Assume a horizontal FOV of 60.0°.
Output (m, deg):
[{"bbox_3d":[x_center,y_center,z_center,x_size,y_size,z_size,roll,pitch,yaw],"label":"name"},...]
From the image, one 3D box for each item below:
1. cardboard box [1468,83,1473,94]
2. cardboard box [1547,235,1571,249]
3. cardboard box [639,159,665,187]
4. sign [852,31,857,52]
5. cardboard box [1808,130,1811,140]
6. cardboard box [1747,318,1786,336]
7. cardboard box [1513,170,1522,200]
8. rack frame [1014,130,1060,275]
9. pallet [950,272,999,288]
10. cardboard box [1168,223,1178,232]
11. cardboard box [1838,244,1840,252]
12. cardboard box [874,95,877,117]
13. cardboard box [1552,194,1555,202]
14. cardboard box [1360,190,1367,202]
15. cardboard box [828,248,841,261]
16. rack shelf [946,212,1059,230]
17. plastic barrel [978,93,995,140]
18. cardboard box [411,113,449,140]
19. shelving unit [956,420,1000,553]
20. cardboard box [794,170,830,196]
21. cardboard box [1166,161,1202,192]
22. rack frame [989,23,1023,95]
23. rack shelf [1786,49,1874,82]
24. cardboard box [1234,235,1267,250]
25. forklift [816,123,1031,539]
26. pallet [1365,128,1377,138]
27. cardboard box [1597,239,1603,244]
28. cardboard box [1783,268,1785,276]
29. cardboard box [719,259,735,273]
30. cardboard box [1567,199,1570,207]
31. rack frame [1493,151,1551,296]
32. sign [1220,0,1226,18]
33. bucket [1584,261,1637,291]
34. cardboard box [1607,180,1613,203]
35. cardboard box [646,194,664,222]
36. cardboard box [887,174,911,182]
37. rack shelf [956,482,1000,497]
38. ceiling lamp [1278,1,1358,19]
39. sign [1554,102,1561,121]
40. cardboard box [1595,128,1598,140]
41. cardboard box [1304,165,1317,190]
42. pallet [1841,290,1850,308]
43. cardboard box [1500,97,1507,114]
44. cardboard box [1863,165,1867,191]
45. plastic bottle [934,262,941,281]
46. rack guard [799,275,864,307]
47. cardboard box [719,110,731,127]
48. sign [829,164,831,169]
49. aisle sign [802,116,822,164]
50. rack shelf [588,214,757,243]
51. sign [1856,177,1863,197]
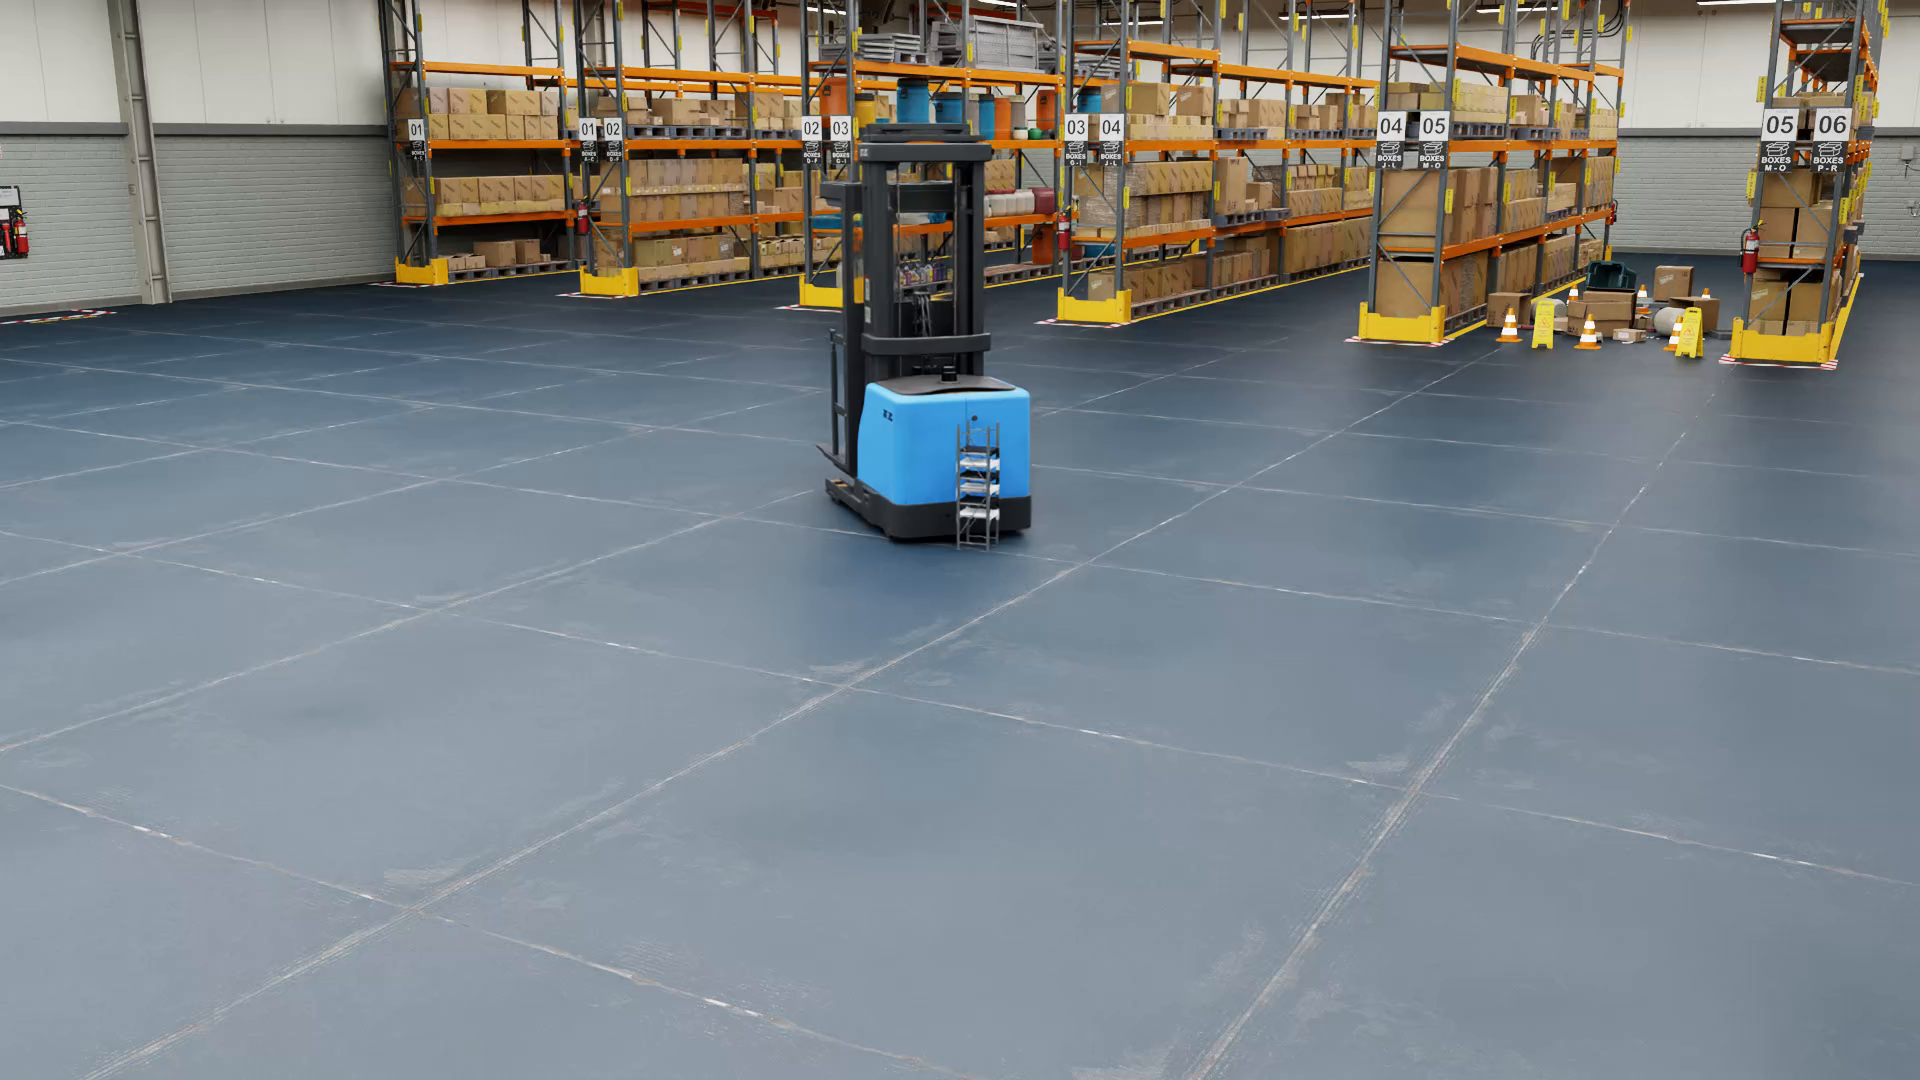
[{"bbox_3d":[7.209,-6.543,24.098,0.380,0.149,0.250,8,15,29],"label":"cardboard box"},{"bbox_3d":[11.803,-5.908,32.979,0.500,0.250,0.500,8,16,31],"label":"cardboard box"},{"bbox_3d":[-6.051,-6.977,31.593,0.700,0.500,0.500,7,15,27],"label":"cardboard box"},{"bbox_3d":[-1.749,-8.274,27.598,0.100,0.325,0.005,7,15,28],"label":"sign"},{"bbox_3d":[11.858,-5.748,23.610,0.380,0.149,0.250,7,15,26],"label":"cardboard box"},{"bbox_3d":[10.949,-2.907,22.662,0.500,0.250,0.500,7,15,28],"label":"cardboard box"},{"bbox_3d":[9.306,-6.149,28.793,0.700,0.500,0.500,7,15,27],"label":"cardboard box"},{"bbox_3d":[1.639,-7.164,35.347,1.000,3.000,0.127,7,15,28],"label":"rack frame"},{"bbox_3d":[0.051,-5.153,32.957,1.003,0.211,1.213,7,15,28],"label":"pallet"},{"bbox_3d":[3.457,-5.276,28.054,0.380,0.149,0.250,7,15,28],"label":"cardboard box"},{"bbox_3d":[12.097,-4.122,23.265,0.380,0.149,0.250,8,15,29],"label":"cardboard box"},{"bbox_3d":[-2.232,-9.912,38.000,0.500,0.500,0.500,7,15,28],"label":"cardboard box"},{"bbox_3d":[11.054,-6.486,31.540,0.380,0.149,0.250,7,15,28],"label":"cardboard box"},{"bbox_3d":[8.855,-7.770,37.548,0.500,0.250,0.500,8,16,29],"label":"cardboard box"},{"bbox_3d":[-2.982,-6.351,36.949,0.500,0.250,0.500,7,15,27],"label":"cardboard box"},{"bbox_3d":[0.672,-6.403,33.730,1.077,0.370,4.000,7,15,28],"label":"rack shelf"},{"bbox_3d":[0.394,-8.442,33.181,0.600,0.901,0.708,7,15,28],"label":"plastic barrel"},{"bbox_3d":[-10.520,-8.202,32.997,0.500,0.500,0.500,8,16,30],"label":"cardboard box"},{"bbox_3d":[0.126,-0.375,11.671,0.258,0.900,0.210,5,14,19],"label":"shelving unit"},{"bbox_3d":[-4.122,-9.661,45.069,0.980,0.700,0.700,7,15,25],"label":"cardboard box"},{"bbox_3d":[3.824,-6.235,28.513,0.500,0.500,0.500,7,15,28],"label":"cardboard box"},{"bbox_3d":[1.172,-12.283,43.783,1.000,3.000,0.127,7,15,28],"label":"rack frame"},{"bbox_3d":[13.683,-7.442,26.088,1.077,0.370,4.000,7,15,28],"label":"rack shelf"},{"bbox_3d":[5.677,-5.825,32.589,0.500,0.250,0.500,8,16,30],"label":"cardboard box"},{"bbox_3d":[-0.443,-1.735,12.978,1.130,2.935,3.031,-5,14,-18],"label":"forklift"},{"bbox_3d":[8.904,-9.254,37.808,1.003,0.211,1.213,7,15,28],"label":"pallet"},{"bbox_3d":[14.101,-6.631,37.056,0.380,0.149,0.250,8,15,29],"label":"cardboard box"},{"bbox_3d":[11.313,-3.768,23.248,0.380,0.149,0.250,8,16,30],"label":"cardboard box"},{"bbox_3d":[-4.912,-5.551,33.629,0.500,0.250,0.500,7,15,28],"label":"cardboard box"},{"bbox_3d":[11.936,-6.714,33.123,0.380,0.149,0.250,7,15,28],"label":"cardboard box"},{"bbox_3d":[10.268,-6.020,30.603,1.000,3.000,0.127,7,15,28],"label":"rack frame"},{"bbox_3d":[4.507,-9.125,28.523,0.100,0.325,0.005,7,15,28],"label":"sign"},{"bbox_3d":[10.287,-4.057,26.205,0.620,0.611,0.726,1,9,-42],"label":"bucket"},{"bbox_3d":[14.143,-7.733,36.861,0.500,0.500,0.500,8,16,29],"label":"cardboard box"},{"bbox_3d":[-6.076,-6.335,31.699,0.700,0.500,0.500,8,16,29],"label":"cardboard box"},{"bbox_3d":[-1.562,-8.429,39.489,0.700,0.500,0.500,3,14,14],"label":"cardboard box"},{"bbox_3d":[0.126,-0.343,11.679,0.258,0.077,0.200,5,14,19],"label":"rack shelf"},{"bbox_3d":[9.009,-14.824,41.869,2.000,3.185,0.800,7,15,28],"label":"ceiling lamp"},{"bbox_3d":[10.750,-7.703,29.913,0.100,0.325,0.005,7,15,28],"label":"sign"},{"bbox_3d":[12.890,-8.395,34.373,0.500,0.250,0.500,7,15,27],"label":"cardboard box"},{"bbox_3d":[6.978,-7.559,34.632,0.797,0.503,0.637,8,16,30],"label":"cardboard box"},{"bbox_3d":[15.097,-4.277,29.325,1.003,0.211,1.213,7,15,28],"label":"pallet"},{"bbox_3d":[8.321,-6.852,26.229,0.500,0.250,0.500,7,15,27],"label":"cardboard box"},{"bbox_3d":[18.266,-7.419,34.061,0.500,0.500,0.500,7,15,28],"label":"cardboard box"},{"bbox_3d":[-0.446,-5.065,31.355,0.144,0.351,0.185,7,15,25],"label":"plastic bottle"},{"bbox_3d":[-2.233,-4.328,28.919,1.175,0.500,0.348,7,15,28],"label":"rack guard"},{"bbox_3d":[-6.132,-10.442,41.395,0.700,0.500,0.500,7,15,28],"label":"cardboard box"},{"bbox_3d":[-3.649,-10.451,46.966,0.100,0.325,0.005,7,15,28],"label":"sign"},{"bbox_3d":[-2.523,-6.805,28.313,0.394,0.787,0.004,7,15,28],"label":"aisle sign"},{"bbox_3d":[-5.596,-6.145,32.657,1.077,0.370,4.000,7,15,28],"label":"rack shelf"},{"bbox_3d":[15.130,-5.944,27.989,0.100,0.325,0.005,7,15,28],"label":"sign"}]
